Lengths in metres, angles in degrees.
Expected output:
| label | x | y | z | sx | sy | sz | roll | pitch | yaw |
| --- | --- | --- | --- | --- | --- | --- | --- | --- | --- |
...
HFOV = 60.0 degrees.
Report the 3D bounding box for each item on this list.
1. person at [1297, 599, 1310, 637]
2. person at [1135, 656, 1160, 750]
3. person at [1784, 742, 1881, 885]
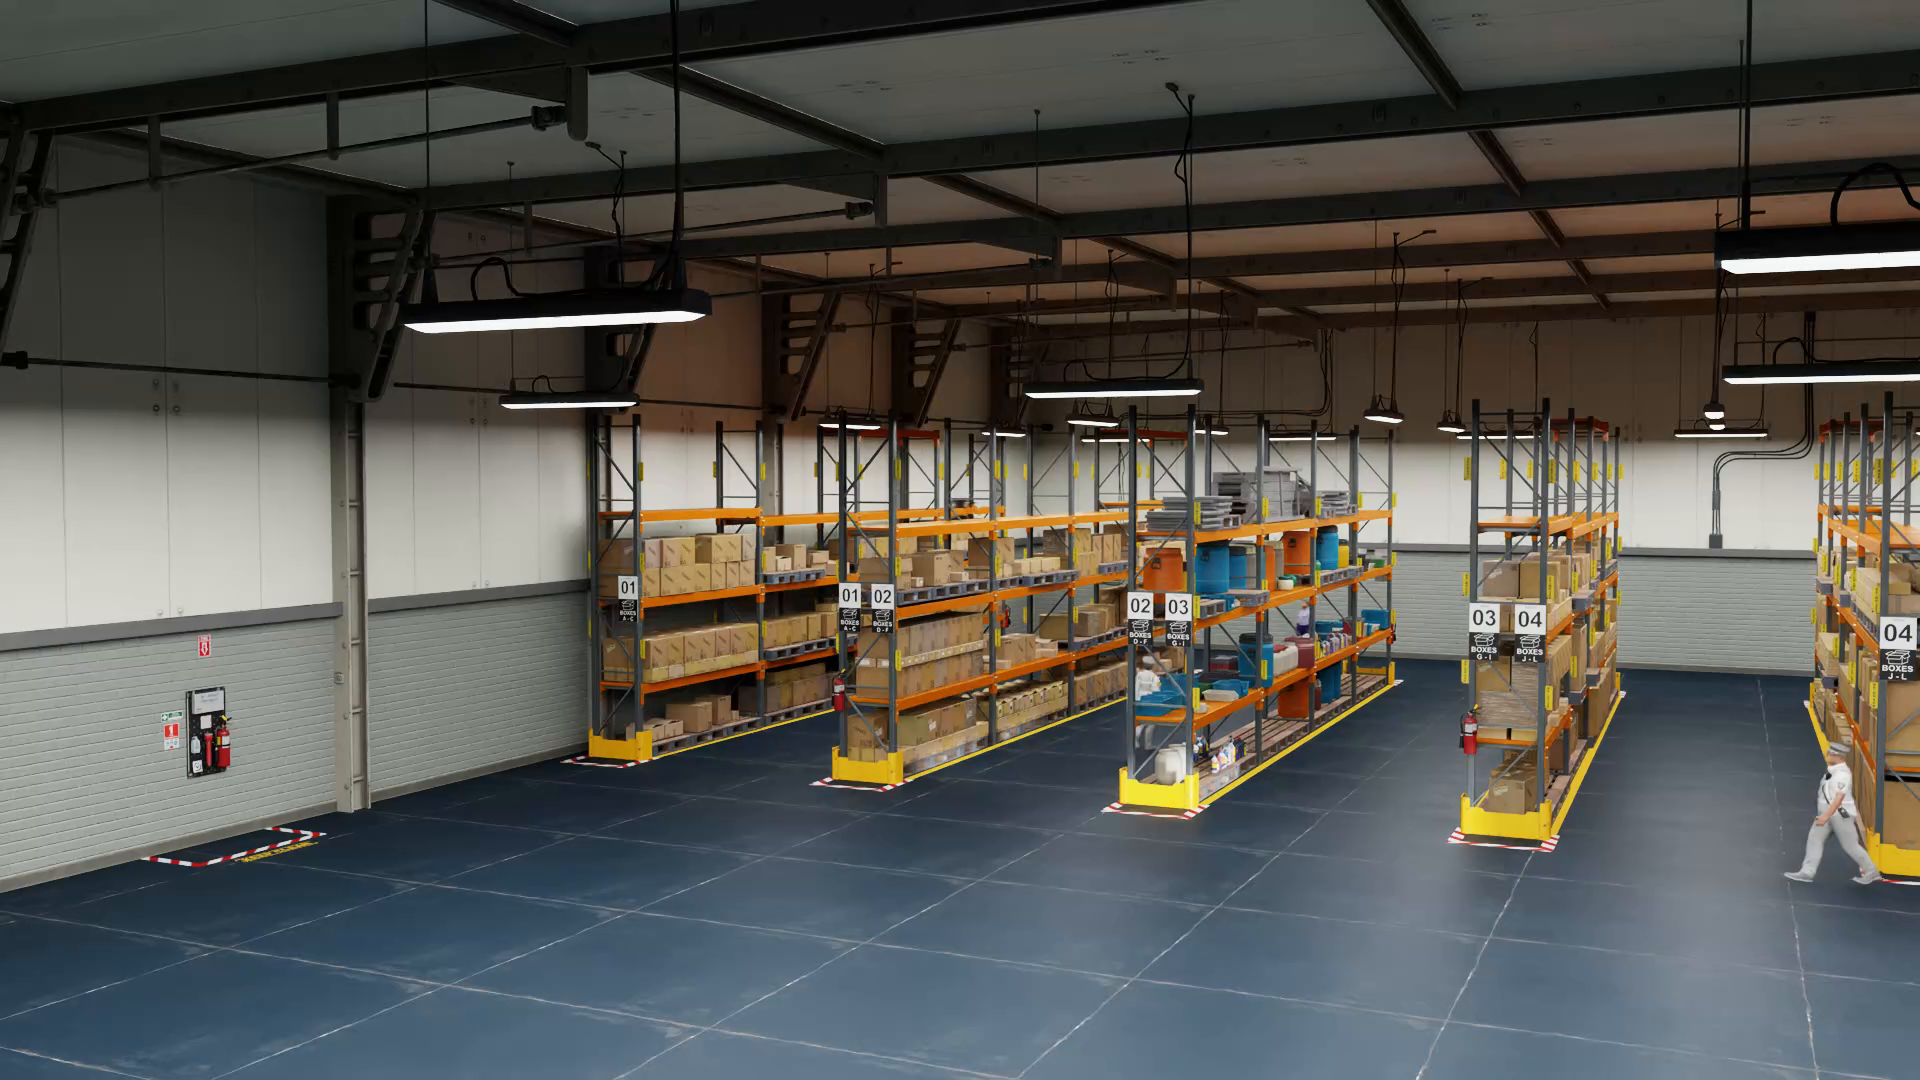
| label | x | y | z | sx | sy | sz | roll | pitch | yaw |
| --- | --- | --- | --- | --- | --- | --- | --- | --- | --- |
| person | 9.078 | 2.392 | 43.629 | 0.516 | 1.641 | 0.386 | 1 | 3 | 32 |
| person | 3.343 | 2.921 | 29.770 | 0.488 | 1.683 | 0.468 | -1 | 3 | -31 |
| person | 10.551 | 3.302 | 20.044 | 1.041 | 1.724 | 0.495 | 0 | 2 | -1 |
